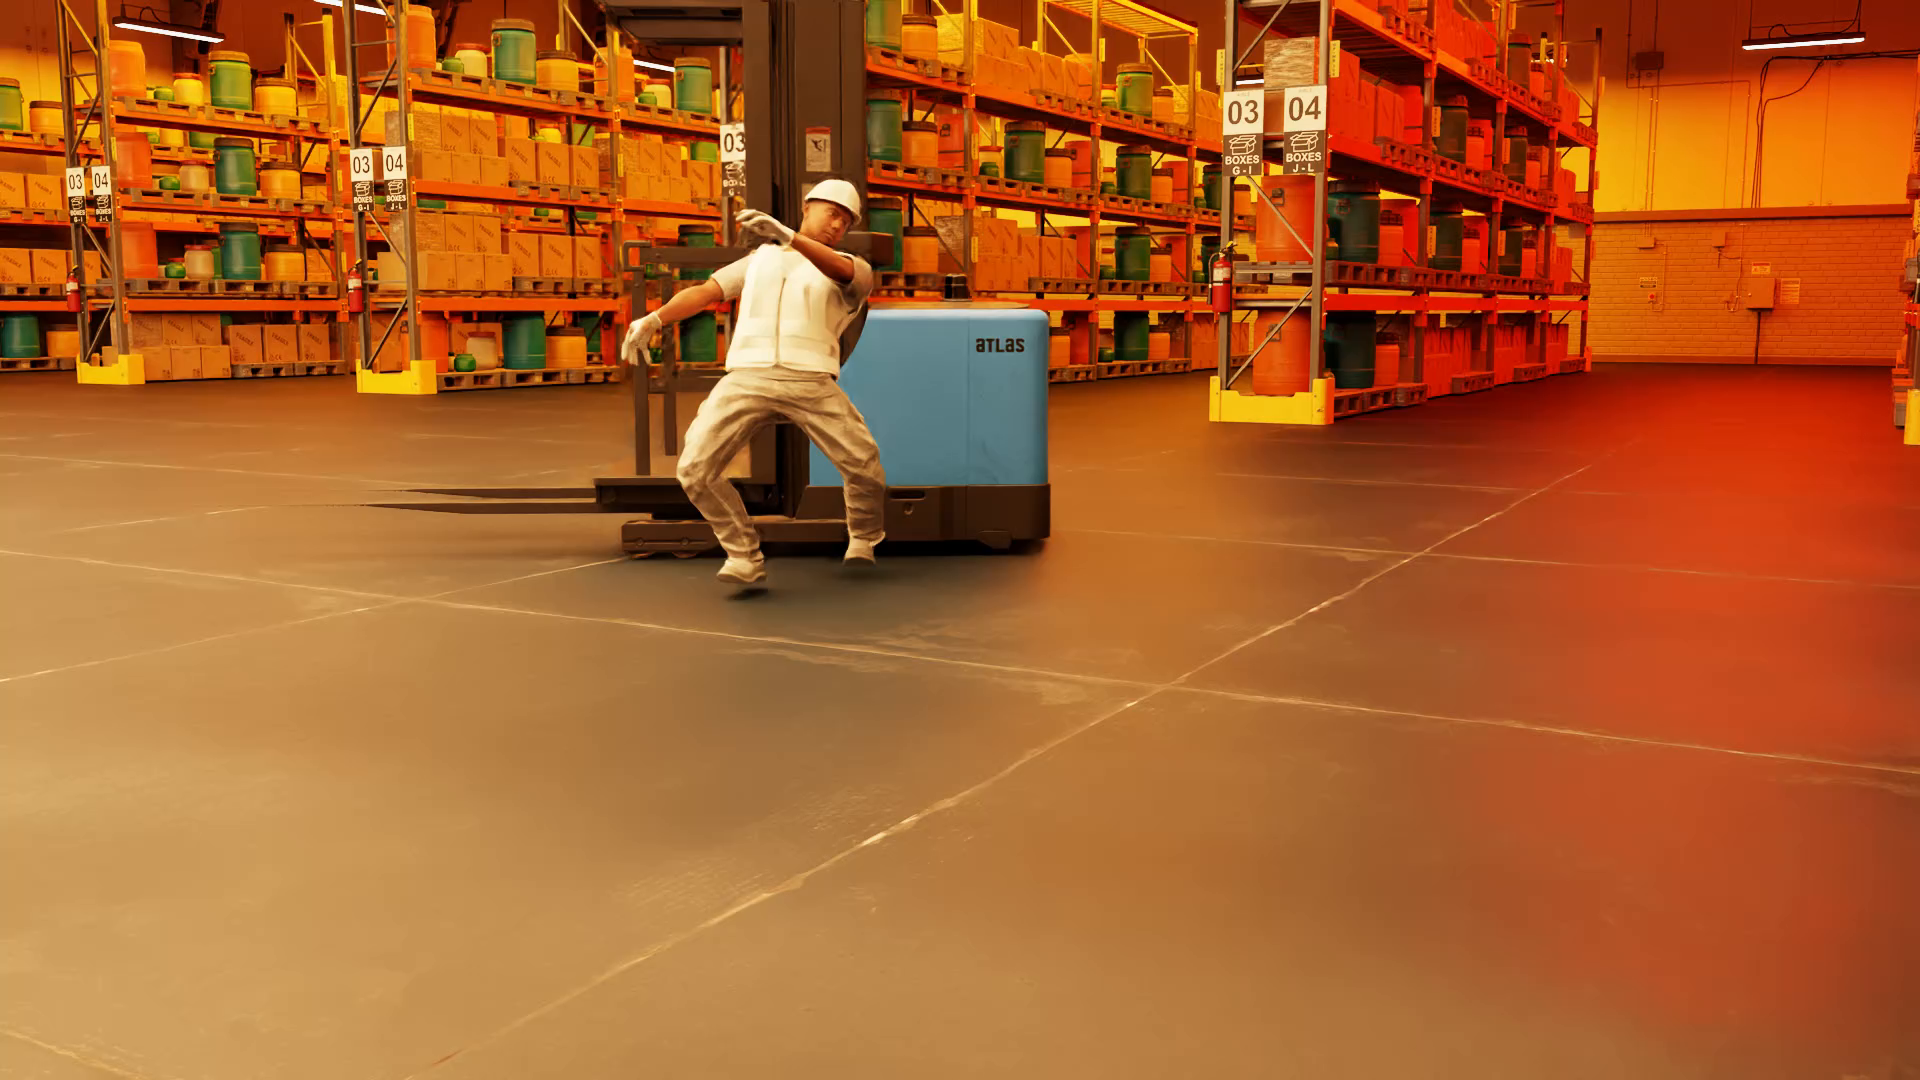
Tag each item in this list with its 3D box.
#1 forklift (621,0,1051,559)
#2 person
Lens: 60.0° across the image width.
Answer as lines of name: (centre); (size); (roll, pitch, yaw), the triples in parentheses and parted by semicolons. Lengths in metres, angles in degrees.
forklift: (-1.133, -1.444, 7.557); (3.031, 2.935, 1.130); (0, 8, -3)
person: (-0.775, -0.591, 6.326); (0.985, 1.507, 0.806); (0, 8, -2)
